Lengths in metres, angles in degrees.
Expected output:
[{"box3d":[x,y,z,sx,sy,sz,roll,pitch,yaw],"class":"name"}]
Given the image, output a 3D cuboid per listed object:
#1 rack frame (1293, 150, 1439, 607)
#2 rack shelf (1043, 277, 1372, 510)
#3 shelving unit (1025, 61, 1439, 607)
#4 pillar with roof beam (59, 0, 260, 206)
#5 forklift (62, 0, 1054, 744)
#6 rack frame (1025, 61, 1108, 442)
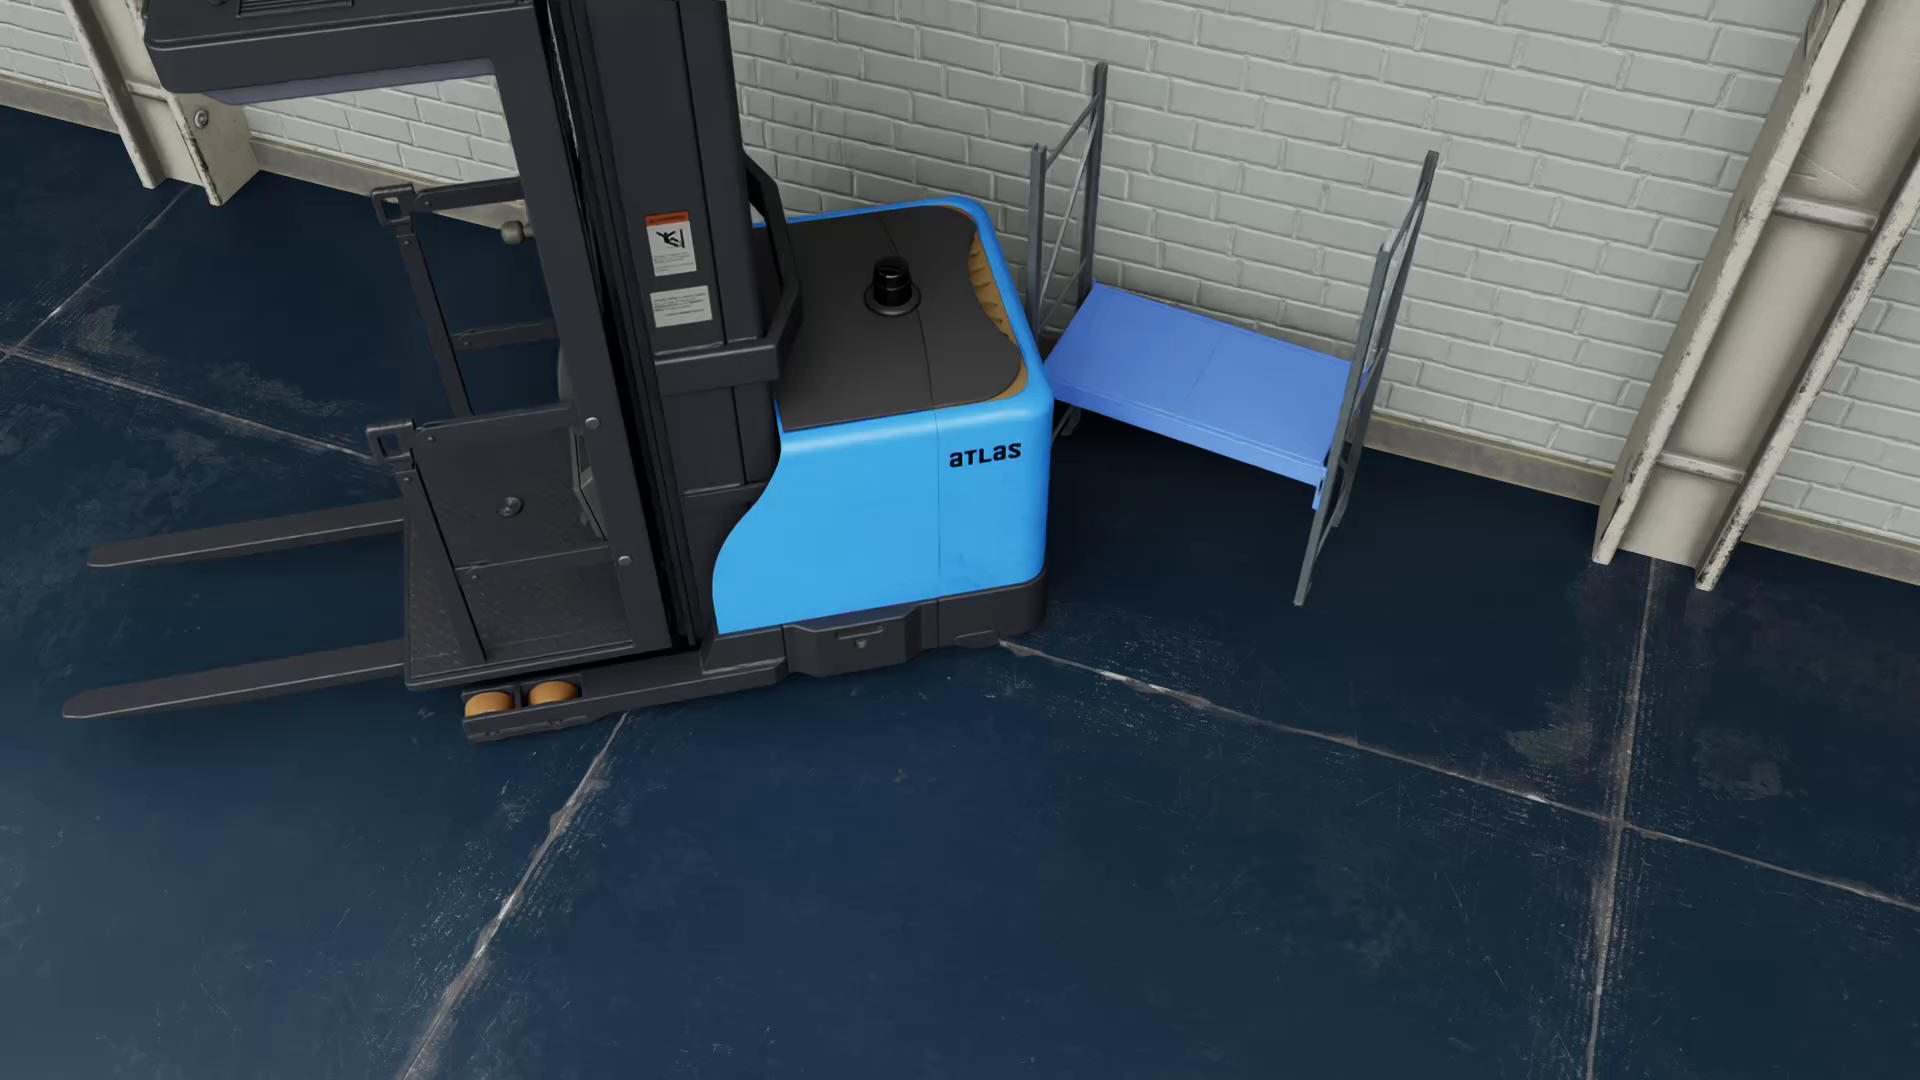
[{"box3d":[1.238,-0.443,5.141,0.032,1.500,0.500,20,52,17],"class":"rack frame"},{"box3d":[0.781,-0.493,5.423,1.000,0.185,0.538,20,52,17],"class":"rack shelf"},{"box3d":[0.781,-0.611,5.287,1.048,1.500,0.538,20,52,17],"class":"shelving unit"},{"box3d":[-4.720,-1.453,1.054,0.400,9.000,9.100,16,51,13],"class":"pillar with roof beam"},{"box3d":[-1.290,-0.772,4.479,3.031,2.935,1.130,-9,50,-8],"class":"forklift"},{"box3d":[0.324,-0.779,5.433,0.032,1.500,0.500,20,52,17],"class":"rack frame"}]
